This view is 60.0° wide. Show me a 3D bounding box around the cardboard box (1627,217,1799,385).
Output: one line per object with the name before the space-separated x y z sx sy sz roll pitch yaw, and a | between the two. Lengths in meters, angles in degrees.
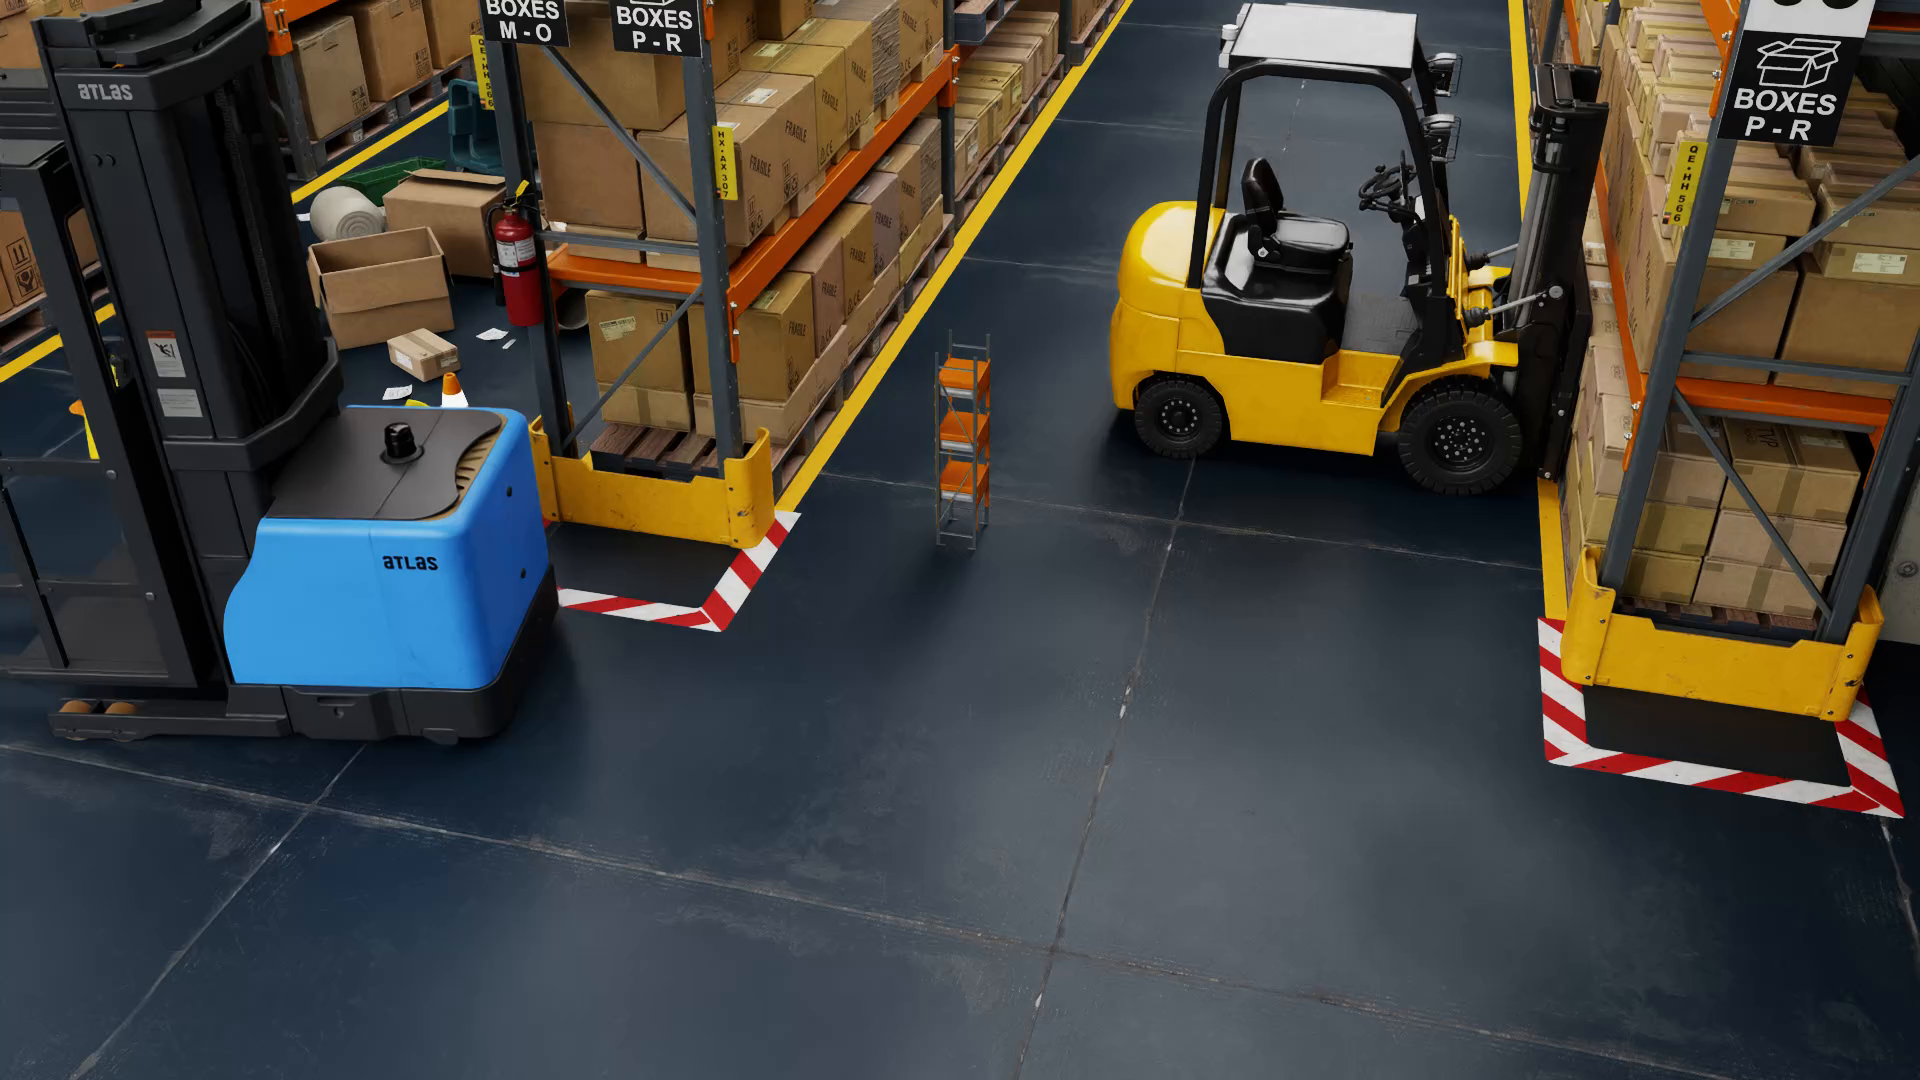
cardboard box | 3.124 -1.003 6.939 0.500 0.500 0.500 7 33 11

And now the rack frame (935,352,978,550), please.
rack frame | -0.017 -0.408 7.912 0.200 1.050 0.008 8 33 12

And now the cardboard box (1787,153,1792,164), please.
cardboard box | 3.985 -1.784 7.563 0.380 0.149 0.250 9 34 14

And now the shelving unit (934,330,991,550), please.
shelving unit | 0.014 -0.471 8.012 0.215 1.050 0.252 8 33 12

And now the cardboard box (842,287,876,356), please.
cardboard box | -0.814 -1.290 9.655 0.500 0.250 0.500 10 34 16

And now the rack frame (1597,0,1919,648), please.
rack frame | 3.253 -0.670 6.508 1.000 3.000 0.127 8 33 12

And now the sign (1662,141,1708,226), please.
sign | 2.732 -1.340 6.261 0.100 0.325 0.005 8 33 12

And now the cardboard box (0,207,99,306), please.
cardboard box | -6.033 -2.064 10.289 0.875 0.875 0.875 8 33 12

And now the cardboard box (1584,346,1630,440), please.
cardboard box | 3.192 -0.656 7.726 0.500 0.250 0.500 9 33 13

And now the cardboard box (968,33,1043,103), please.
cardboard box | 0.149 -3.888 13.628 0.950 0.372 0.625 7 33 11

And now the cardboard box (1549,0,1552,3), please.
cardboard box | 5.203 -4.654 14.109 0.380 0.149 0.250 6 33 10

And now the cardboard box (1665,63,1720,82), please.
cardboard box | 3.524 -2.123 7.818 0.380 0.149 0.250 8 33 13

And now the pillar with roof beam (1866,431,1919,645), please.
pillar with roof beam | 0.138 -4.027 6.196 9.100 9.000 0.400 8 33 12

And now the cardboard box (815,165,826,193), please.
cardboard box | -0.924 -1.910 8.692 0.380 0.149 0.250 9 34 14

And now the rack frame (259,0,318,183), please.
rack frame | -5.347 -4.041 11.811 1.000 3.000 0.127 8 33 12

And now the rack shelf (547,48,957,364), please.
rack shelf | -1.041 -2.078 9.394 1.077 0.370 4.000 8 33 12

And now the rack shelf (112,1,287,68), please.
rack shelf | -5.855 -2.700 10.371 1.077 0.370 4.000 8 33 12

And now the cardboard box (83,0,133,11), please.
cardboard box | -5.798 -3.359 10.597 0.875 0.550 0.550 8 33 12

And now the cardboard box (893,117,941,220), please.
cardboard box | -0.424 -2.409 10.717 0.500 0.500 0.500 8 33 12

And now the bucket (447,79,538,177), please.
bucket | -3.152 -2.917 11.676 0.726 0.611 0.620 20 28 29

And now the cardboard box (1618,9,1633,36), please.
cardboard box | 3.933 -2.932 9.369 0.380 0.149 0.250 8 33 12

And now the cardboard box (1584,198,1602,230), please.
cardboard box | 3.703 -1.712 9.387 0.500 0.250 0.500 8 33 12

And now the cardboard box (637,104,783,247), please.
cardboard box | -1.160 -1.720 7.789 0.500 0.500 0.500 8 33 12

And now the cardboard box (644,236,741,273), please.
cardboard box | -1.262 -1.386 7.868 0.380 0.149 0.250 8 33 13

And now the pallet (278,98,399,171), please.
pallet | -5.224 -3.275 13.205 1.003 0.211 1.213 8 33 12

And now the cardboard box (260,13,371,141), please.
cardboard box | -5.277 -3.603 12.828 1.050 0.750 0.750 8 33 12

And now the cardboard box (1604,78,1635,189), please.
cardboard box | 3.660 -2.058 8.598 0.500 0.500 0.500 8 33 12

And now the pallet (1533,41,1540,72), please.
pallet | 5.510 -4.027 14.388 1.003 0.211 1.213 8 33 12

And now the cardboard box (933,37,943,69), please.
cardboard box | -0.320 -3.105 10.573 0.380 0.149 0.250 8 33 12

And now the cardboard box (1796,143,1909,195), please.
cardboard box | 3.698 -1.527 6.881 0.380 0.149 0.250 9 33 13

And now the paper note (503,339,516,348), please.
paper note | -2.742 -1.193 10.118 0.032 0.001 0.123 8 33 12

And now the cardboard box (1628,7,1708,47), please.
cardboard box | 3.701 -2.661 8.665 0.380 0.149 0.250 9 33 13

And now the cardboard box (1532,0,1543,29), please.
cardboard box | 5.564 -4.995 15.249 0.500 0.500 0.500 7 33 11

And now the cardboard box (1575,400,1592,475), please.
cardboard box | 3.212 -0.452 7.870 0.500 0.250 0.500 8 33 12

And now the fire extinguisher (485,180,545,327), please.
fire extinguisher | -2.024 -1.315 7.594 0.296 0.674 0.183 8 33 12

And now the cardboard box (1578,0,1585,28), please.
cardboard box | 4.421 -3.495 11.091 0.500 0.250 0.500 8 33 13

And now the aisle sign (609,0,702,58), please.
aisle sign | -1.265 -2.367 6.754 0.394 0.787 0.004 8 33 12

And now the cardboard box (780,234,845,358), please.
cardboard box | -0.943 -1.343 9.038 0.500 0.500 0.500 7 33 11

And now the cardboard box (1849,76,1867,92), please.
cardboard box | 3.965 -2.055 7.712 0.380 0.149 0.250 8 33 13

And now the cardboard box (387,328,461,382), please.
cardboard box | -3.170 -1.096 9.835 0.380 0.149 0.250 28 42 36

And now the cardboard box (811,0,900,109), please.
cardboard box | -0.657 -2.785 9.464 0.500 0.500 0.500 9 34 14

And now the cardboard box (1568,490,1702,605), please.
cardboard box | 3.067 0.026 7.584 0.500 0.250 0.500 8 33 13

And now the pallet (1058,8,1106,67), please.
pallet | 0.754 -4.717 15.474 1.003 0.211 1.213 8 33 12

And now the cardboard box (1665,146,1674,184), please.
cardboard box | 3.305 -1.594 7.264 0.380 0.149 0.250 8 33 12

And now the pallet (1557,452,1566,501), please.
pallet | 3.718 -0.527 8.882 1.003 0.211 1.213 8 33 12

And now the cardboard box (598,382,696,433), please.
cardboard box | -1.598 -0.829 8.930 0.500 0.250 0.500 8 33 12

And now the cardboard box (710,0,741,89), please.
cardboard box | -1.495 -2.490 8.068 0.700 0.500 0.500 8 33 13

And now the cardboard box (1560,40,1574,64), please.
cardboard box | 4.954 -3.335 12.521 0.875 0.625 0.625 9 34 14

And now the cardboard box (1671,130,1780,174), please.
cardboard box | 3.213 -1.598 6.992 0.380 0.149 0.250 9 33 13

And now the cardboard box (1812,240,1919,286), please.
cardboard box | 3.590 -1.127 6.529 0.380 0.149 0.250 7 33 11

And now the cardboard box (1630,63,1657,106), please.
cardboard box | 3.580 -2.272 8.330 0.380 0.149 0.250 7 33 11

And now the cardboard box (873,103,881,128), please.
cardboard box | -0.669 -2.449 9.540 0.380 0.149 0.250 7 33 12

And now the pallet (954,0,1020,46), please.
pallet | -0.199 -3.715 11.477 1.003 0.211 1.213 8 33 12

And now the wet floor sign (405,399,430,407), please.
wet floor sign | -2.632 -0.397 8.274 0.267 0.644 0.232 20 38 29

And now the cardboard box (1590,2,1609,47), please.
cardboard box | 4.146 -3.183 10.135 0.500 0.250 0.500 7 33 11

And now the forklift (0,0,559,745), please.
forklift | -3.373 -0.678 6.584 3.031 2.935 1.130 1 32 2
